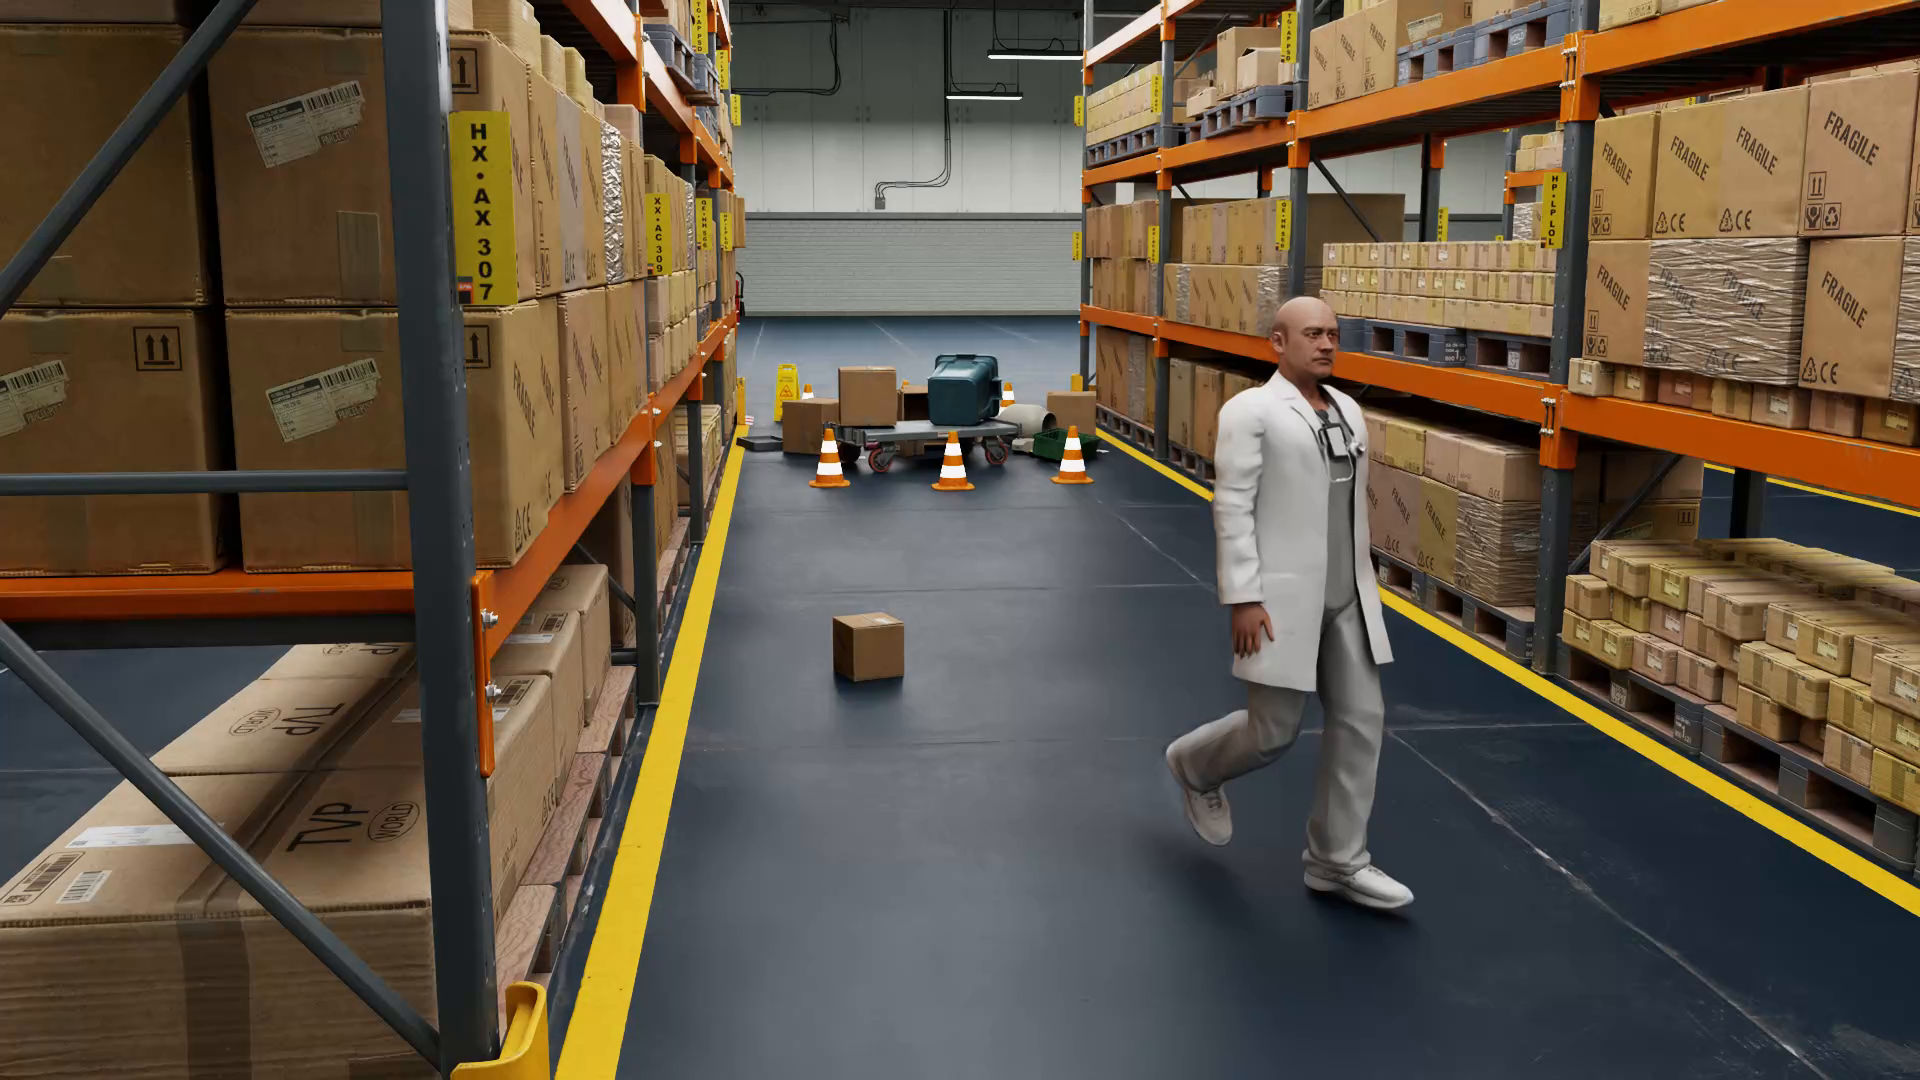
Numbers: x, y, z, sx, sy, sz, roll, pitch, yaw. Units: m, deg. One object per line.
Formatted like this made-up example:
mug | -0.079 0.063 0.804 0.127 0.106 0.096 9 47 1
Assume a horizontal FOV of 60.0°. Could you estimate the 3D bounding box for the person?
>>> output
person | 0.980 0.161 4.940 0.590 1.749 0.890 -6 11 -31
